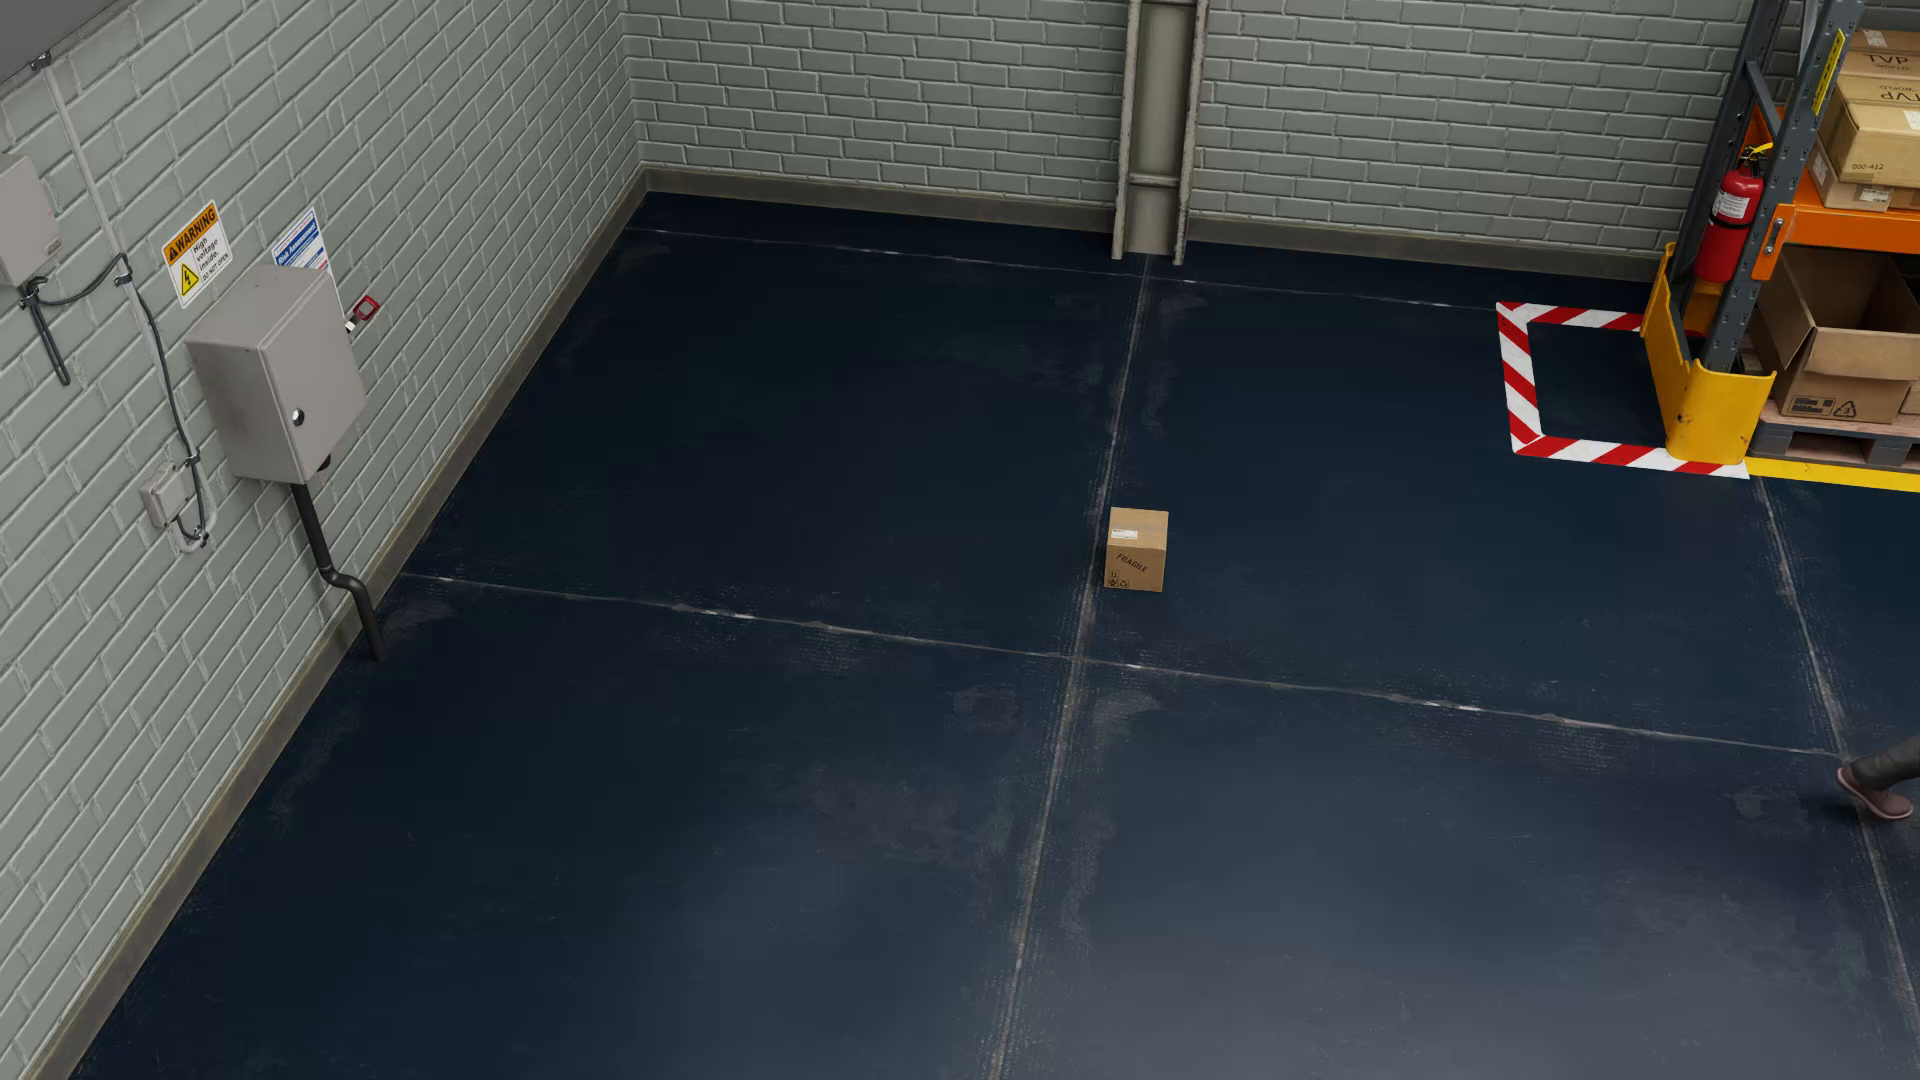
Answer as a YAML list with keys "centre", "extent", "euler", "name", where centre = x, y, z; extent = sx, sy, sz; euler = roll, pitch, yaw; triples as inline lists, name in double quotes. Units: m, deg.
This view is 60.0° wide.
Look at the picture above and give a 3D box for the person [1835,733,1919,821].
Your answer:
- centre: [3.673, 0.529, 5.546]
  extent: [0.972, 1.608, 0.496]
  euler: [14, 43, 16]
  name: "person"
